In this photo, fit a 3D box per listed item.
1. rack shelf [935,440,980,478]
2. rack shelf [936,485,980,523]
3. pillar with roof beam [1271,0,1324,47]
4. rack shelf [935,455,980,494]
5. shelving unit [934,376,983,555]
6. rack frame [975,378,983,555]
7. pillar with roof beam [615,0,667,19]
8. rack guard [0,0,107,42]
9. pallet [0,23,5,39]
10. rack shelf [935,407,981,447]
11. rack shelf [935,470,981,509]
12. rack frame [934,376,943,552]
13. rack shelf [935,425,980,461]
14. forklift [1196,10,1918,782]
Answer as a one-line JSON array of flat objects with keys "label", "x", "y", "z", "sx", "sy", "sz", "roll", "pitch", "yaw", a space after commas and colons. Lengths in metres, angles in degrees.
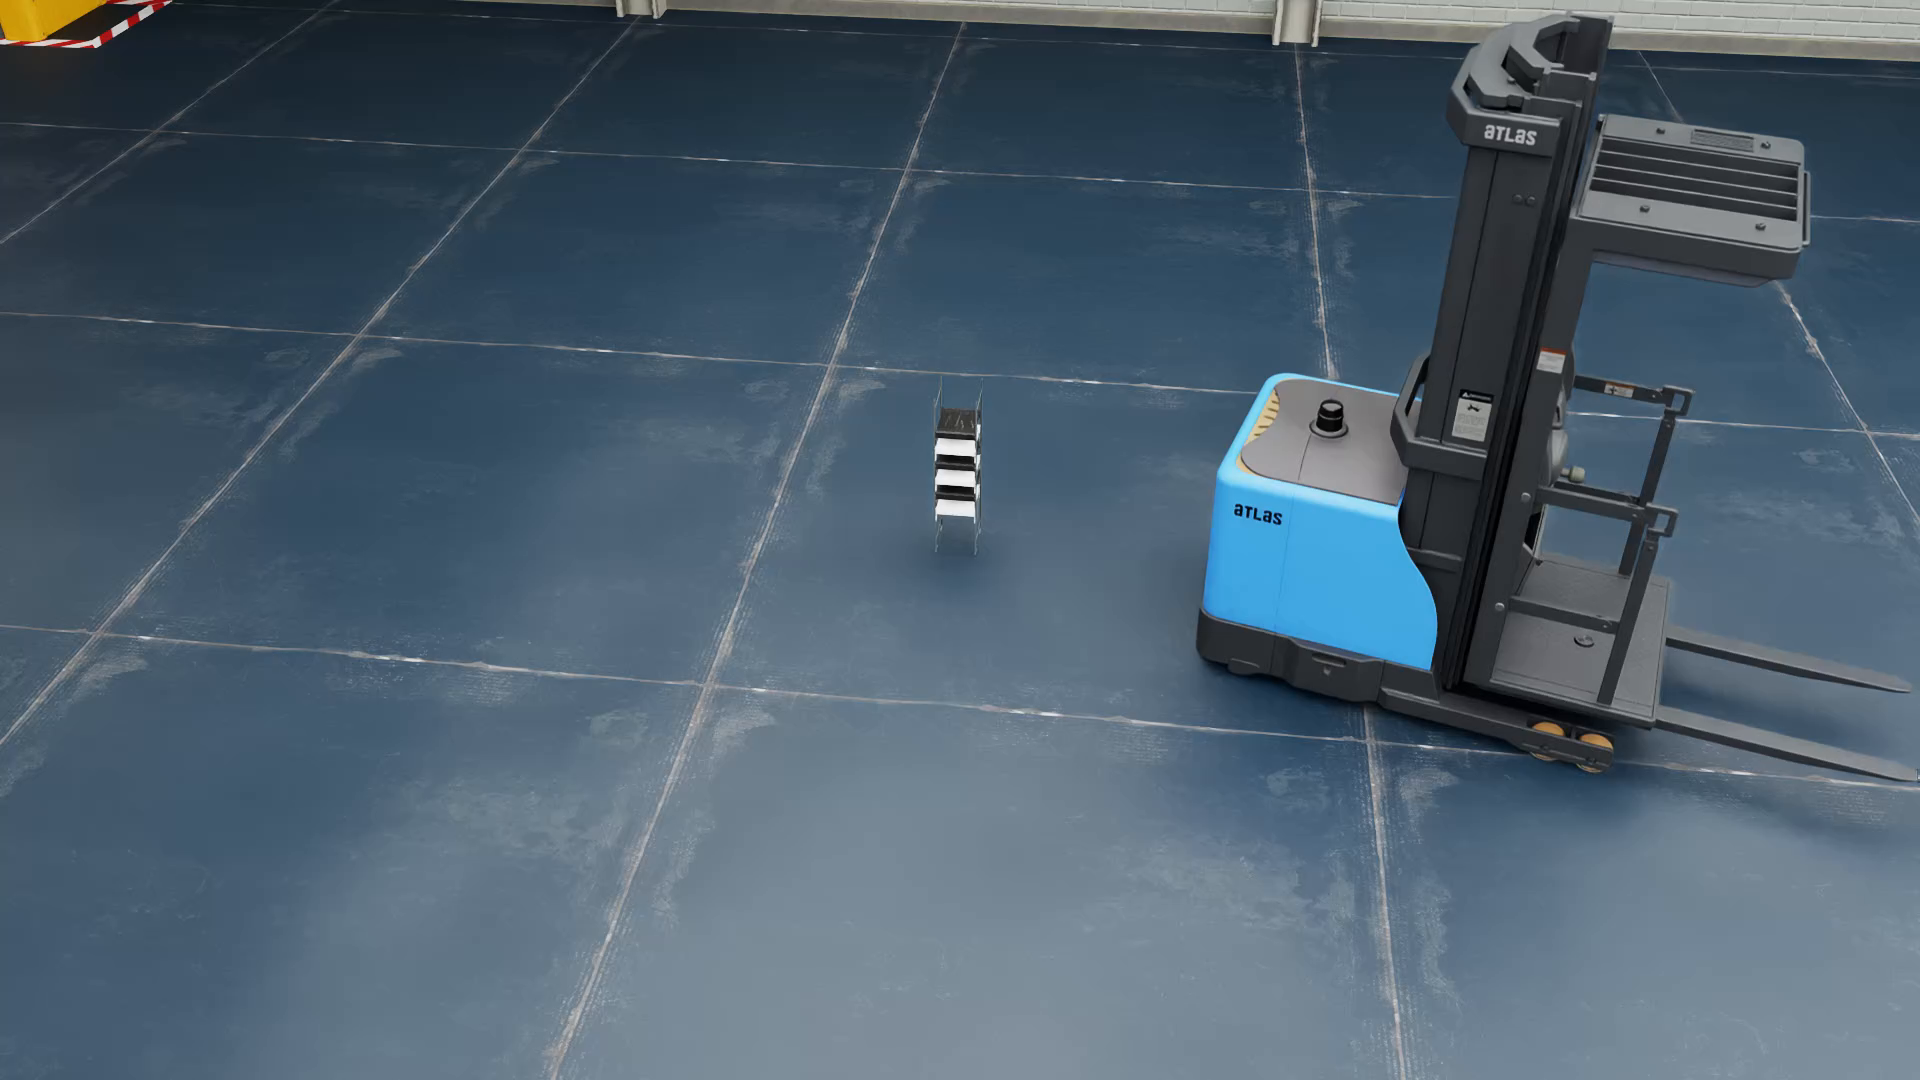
[{"label": "rack shelf", "x": -0.008, "y": -0.413, "z": 8.314, "sx": 0.200, "sy": 0.077, "sz": 0.258, "roll": 4, "pitch": 36, "yaw": 6}, {"label": "rack shelf", "x": -0.008, "y": -0.193, "z": 8.470, "sx": 0.200, "sy": 0.077, "sz": 0.258, "roll": 4, "pitch": 36, "yaw": 6}, {"label": "pillar with roof beam", "x": 2.444, "y": -5.657, "z": 8.787, "sx": 0.400, "sy": 9.000, "sz": 9.100, "roll": 4, "pitch": 36, "yaw": 6}, {"label": "rack shelf", "x": -0.008, "y": -0.340, "z": 8.366, "sx": 0.200, "sy": 0.077, "sz": 0.258, "roll": 4, "pitch": 36, "yaw": 6}, {"label": "shelving unit", "x": -0.008, "y": -0.367, "z": 8.346, "sx": 0.210, "sy": 0.900, "sz": 0.258, "roll": 4, "pitch": 36, "yaw": 6}, {"label": "rack frame", "x": 0.093, "y": -0.359, "z": 8.336, "sx": 0.006, "sy": 0.900, "sz": 0.240, "roll": 4, "pitch": 36, "yaw": 6}, {"label": "pillar with roof beam", "x": -3.508, "y": -6.101, "z": 9.409, "sx": 0.400, "sy": 9.000, "sz": 9.100, "roll": 4, "pitch": 36, "yaw": 6}, {"label": "rack guard", "x": -8.311, "y": -4.993, "z": 15.173, "sx": 0.348, "sy": 0.500, "sz": 1.175, "roll": 4, "pitch": 36, "yaw": 6}, {"label": "pallet", "x": -9.098, "y": -4.910, "z": 15.305, "sx": 1.213, "sy": 0.211, "sz": 1.003, "roll": 4, "pitch": 36, "yaw": 6}, {"label": "rack shelf", "x": -0.008, "y": -0.560, "z": 8.209, "sx": 0.200, "sy": 0.077, "sz": 0.258, "roll": 4, "pitch": 36, "yaw": 6}, {"label": "rack shelf", "x": -0.008, "y": -0.267, "z": 8.418, "sx": 0.200, "sy": 0.077, "sz": 0.258, "roll": 4, "pitch": 36, "yaw": 6}, {"label": "rack frame", "x": -0.109, "y": -0.374, "z": 8.357, "sx": 0.006, "sy": 0.900, "sz": 0.240, "roll": 4, "pitch": 36, "yaw": 6}, {"label": "rack shelf", "x": -0.008, "y": -0.486, "z": 8.261, "sx": 0.200, "sy": 0.077, "sz": 0.258, "roll": 4, "pitch": 36, "yaw": 6}, {"label": "forklift", "x": 2.670, "y": -0.540, "z": 6.840, "sx": 3.031, "sy": 2.935, "sz": 1.130, "roll": 14, "pitch": 38, "yaw": 18}]
